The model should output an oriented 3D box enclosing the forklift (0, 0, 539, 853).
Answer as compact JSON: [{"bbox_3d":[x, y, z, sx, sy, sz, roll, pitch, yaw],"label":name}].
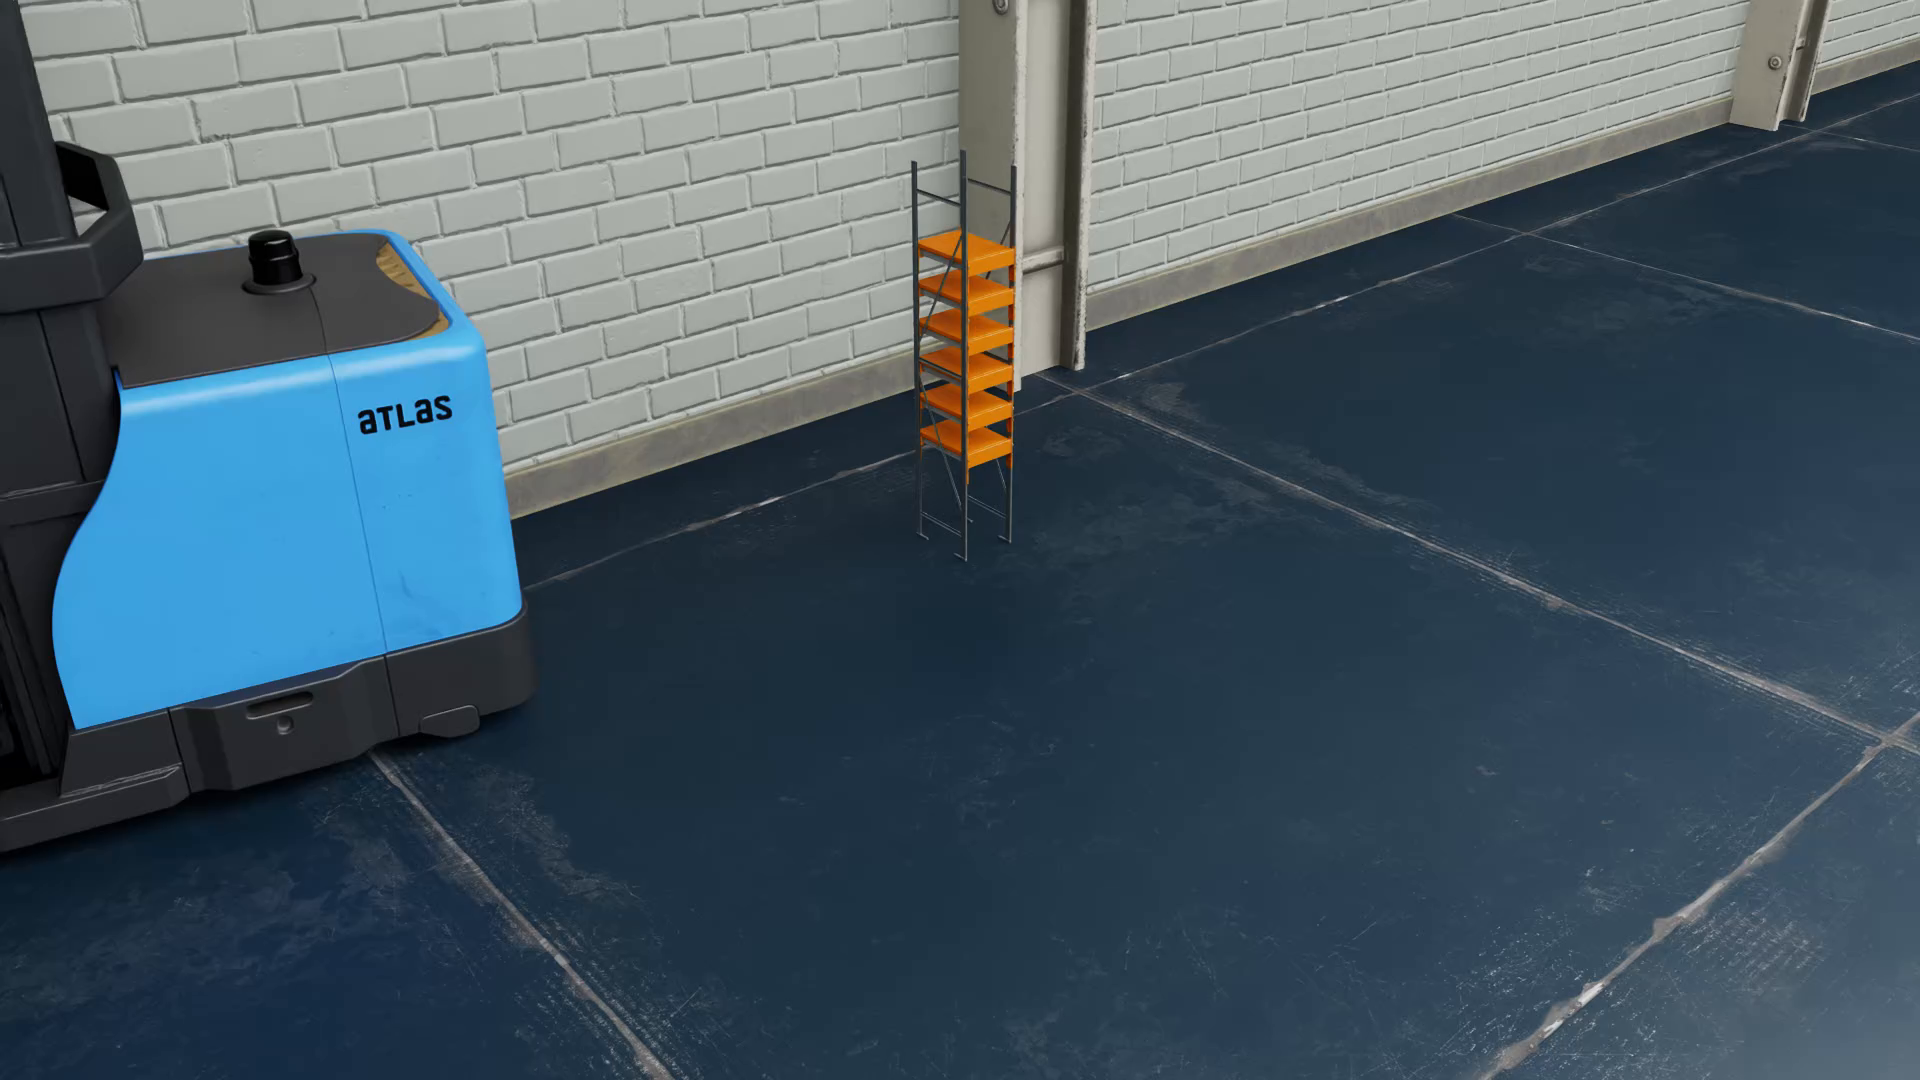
[{"bbox_3d":[-2.652,-0.696,3.442,3.031,2.935,1.130,-14,31,-25],"label":"forklift"}]

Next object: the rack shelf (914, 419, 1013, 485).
[{"bbox_3d":[0.011,-0.283,5.110,0.180,0.103,0.258,-22,35,-35],"label":"rack shelf"}]

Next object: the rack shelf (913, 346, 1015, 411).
[{"bbox_3d":[0.011,-0.494,4.996,0.180,0.103,0.258,-22,35,-35],"label":"rack shelf"}]

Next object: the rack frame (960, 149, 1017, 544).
[{"bbox_3d":[0.081,-0.562,5.028,0.006,1.200,0.240,-22,35,-35],"label":"rack frame"}]

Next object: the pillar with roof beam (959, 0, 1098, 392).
[{"bbox_3d":[3.036,-3.097,1.497,0.400,9.000,9.100,-22,35,-35],"label":"pillar with roof beam"}]

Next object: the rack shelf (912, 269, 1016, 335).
[{"bbox_3d":[0.011,-0.706,4.883,0.180,0.103,0.258,-22,35,-35],"label":"rack shelf"}]

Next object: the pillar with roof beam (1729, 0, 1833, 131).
[{"bbox_3d":[7.600,-4.932,4.931,0.400,9.000,9.100,-22,35,-35],"label":"pillar with roof beam"}]

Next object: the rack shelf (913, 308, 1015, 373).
[{"bbox_3d":[0.011,-0.600,4.940,0.180,0.103,0.258,-22,35,-35],"label":"rack shelf"}]

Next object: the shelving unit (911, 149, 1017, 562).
[{"bbox_3d":[0.011,-0.534,4.975,0.189,1.200,0.258,-22,35,-35],"label":"shelving unit"}]

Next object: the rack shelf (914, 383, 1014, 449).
[{"bbox_3d":[0.011,-0.389,5.053,0.180,0.103,0.258,-22,35,-35],"label":"rack shelf"}]

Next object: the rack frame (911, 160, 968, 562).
[{"bbox_3d":[-0.059,-0.506,4.923,0.006,1.200,0.240,-22,35,-35],"label":"rack frame"}]

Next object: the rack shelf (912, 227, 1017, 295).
[{"bbox_3d":[0.011,-0.812,4.827,0.180,0.103,0.258,-22,35,-35],"label":"rack shelf"}]
